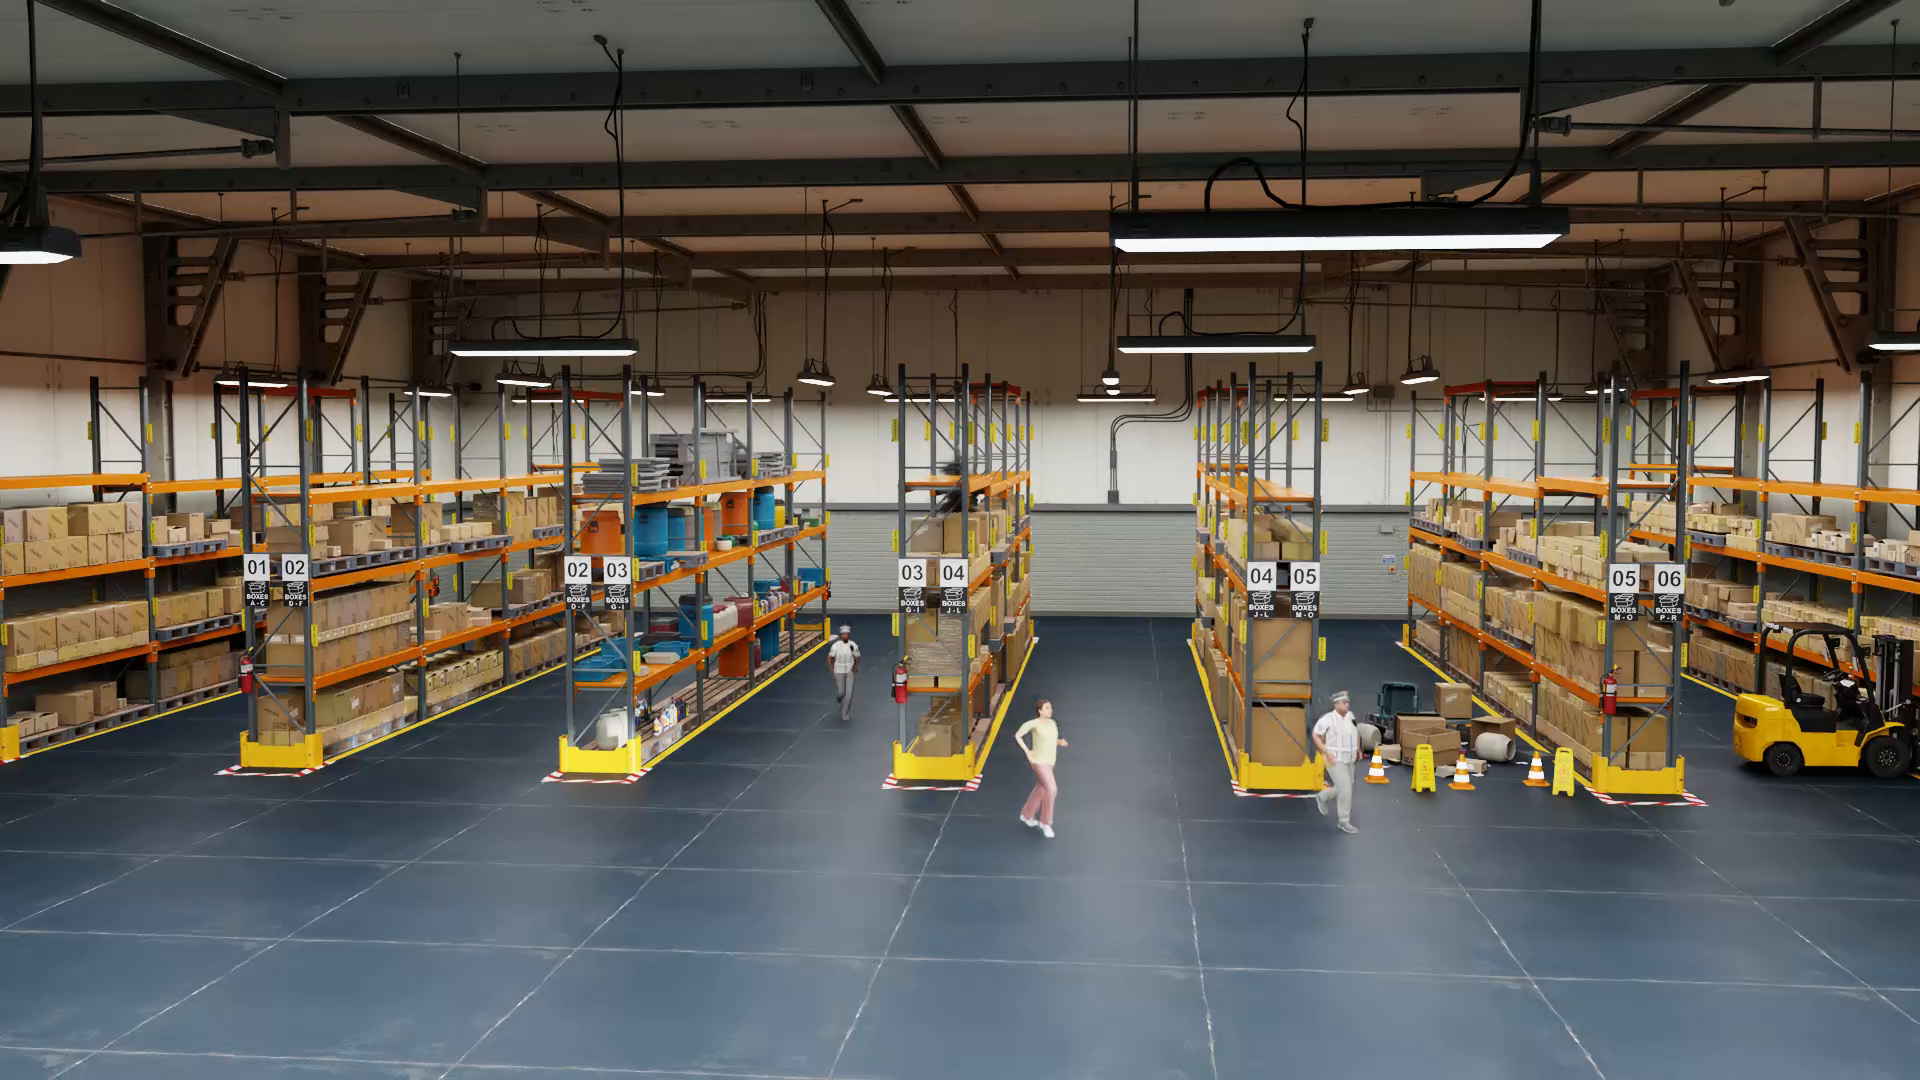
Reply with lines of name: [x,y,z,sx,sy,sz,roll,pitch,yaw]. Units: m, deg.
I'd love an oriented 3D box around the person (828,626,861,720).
person: [-2.008,2.314,29.047,0.575,1.651,0.559,-1,4,-10]

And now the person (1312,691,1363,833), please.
person: [4.796,2.782,21.145,0.680,1.766,0.791,-3,5,-36]

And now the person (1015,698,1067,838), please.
person: [1.022,2.837,20.826,0.733,1.724,0.558,3,5,42]
